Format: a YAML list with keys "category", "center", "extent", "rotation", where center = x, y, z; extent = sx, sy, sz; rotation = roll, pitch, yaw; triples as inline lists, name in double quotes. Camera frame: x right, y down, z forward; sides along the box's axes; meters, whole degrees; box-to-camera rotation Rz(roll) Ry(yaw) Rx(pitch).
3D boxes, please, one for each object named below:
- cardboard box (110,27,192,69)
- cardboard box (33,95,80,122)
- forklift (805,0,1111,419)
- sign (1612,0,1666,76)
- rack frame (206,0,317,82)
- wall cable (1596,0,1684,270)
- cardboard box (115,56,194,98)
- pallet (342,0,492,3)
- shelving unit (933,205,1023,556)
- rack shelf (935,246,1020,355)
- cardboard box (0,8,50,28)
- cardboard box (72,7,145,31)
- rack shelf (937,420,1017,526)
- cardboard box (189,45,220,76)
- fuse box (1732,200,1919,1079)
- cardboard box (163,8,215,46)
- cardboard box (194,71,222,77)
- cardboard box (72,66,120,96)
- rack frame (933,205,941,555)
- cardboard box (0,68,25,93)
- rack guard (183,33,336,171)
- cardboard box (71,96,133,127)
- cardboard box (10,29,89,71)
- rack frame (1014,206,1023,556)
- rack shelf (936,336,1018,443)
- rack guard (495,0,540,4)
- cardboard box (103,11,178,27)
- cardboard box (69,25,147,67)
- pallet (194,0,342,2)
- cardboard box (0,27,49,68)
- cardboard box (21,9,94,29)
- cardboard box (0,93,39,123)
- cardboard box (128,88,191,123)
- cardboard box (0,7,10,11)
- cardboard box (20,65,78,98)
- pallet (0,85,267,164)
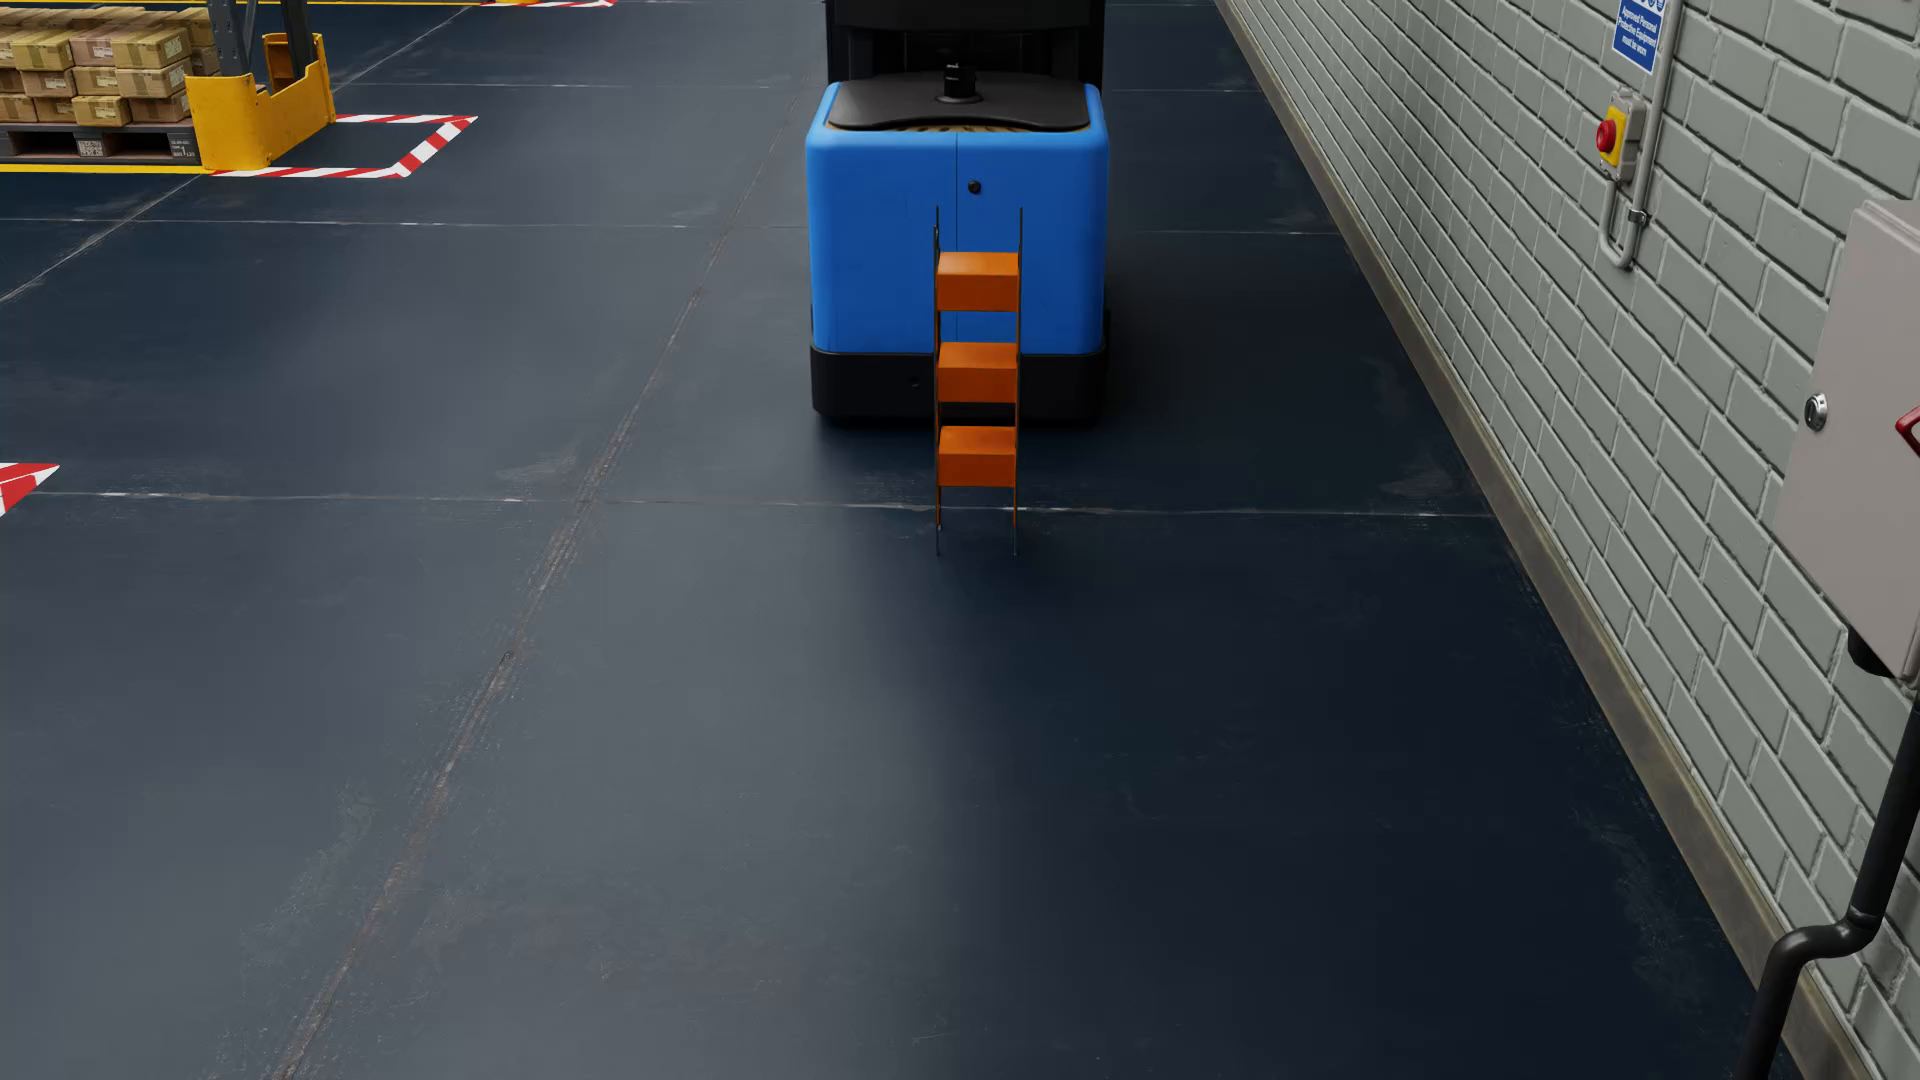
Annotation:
- category: "cardboard box"
  center: [-4.408, -2.684, 9.071]
  extent: [0.250, 0.149, 0.380]
  rotation: [1, 28, 2]
- category: "cardboard box"
  center: [-4.925, -2.444, 9.253]
  extent: [0.250, 0.149, 0.380]
  rotation: [1, 28, 2]
- category: "forklift"
  center: [0.026, -2.375, 6.601]
  extent: [1.130, 2.935, 3.031]
  rotation: [1, 28, 1]
- category: "sign"
  center: [1.755, -1.345, 4.297]
  extent: [0.001, 0.218, 0.327]
  rotation: [1, 28, 2]
- category: "rack frame"
  center: [-3.870, -3.605, 8.849]
  extent: [0.127, 3.000, 1.000]
  rotation: [1, 28, 2]
- category: "wall cable"
  center: [1.692, -1.667, 4.074]
  extent: [0.123, 1.953, 0.585]
  rotation: [1, 28, 2]
- category: "cardboard box"
  center: [-4.408, -2.538, 9.113]
  extent: [0.250, 0.149, 0.380]
  rotation: [0, 28, 0]
- category: "pallet"
  center: [-4.396, -4.670, 13.834]
  extent: [1.213, 0.211, 1.003]
  rotation: [1, 28, 2]
- category: "shelving unit"
  center: [0.053, -0.463, 5.002]
  extent: [0.252, 1.050, 0.215]
  rotation: [1, 28, 2]
- category: "rack shelf"
  center: [0.053, -0.704, 4.874]
  extent: [0.240, 0.259, 0.215]
  rotation: [1, 28, 2]
- category: "cardboard box"
  center: [-5.437, -2.949, 9.570]
  extent: [0.250, 0.149, 0.380]
  rotation: [2, 28, 4]
- category: "cardboard box"
  center: [-4.909, -2.974, 9.618]
  extent: [0.250, 0.149, 0.380]
  rotation: [1, 28, 2]
- category: "rack shelf"
  center: [0.054, -0.208, 5.138]
  extent: [0.240, 0.259, 0.215]
  rotation: [1, 28, 2]
- category: "cardboard box"
  center: [-4.385, -2.792, 9.591]
  extent: [0.250, 0.149, 0.380]
  rotation: [2, 28, 4]
- category: "fuse box"
  center: [1.472, 0.346, 2.771]
  extent: [0.414, 1.711, 0.539]
  rotation: [1, 28, 2]
- category: "cardboard box"
  center: [-4.382, -2.962, 9.595]
  extent: [0.250, 0.149, 0.380]
  rotation: [0, 28, -1]
- category: "cardboard box"
  center: [-4.383, -2.690, 9.717]
  extent: [0.250, 0.149, 0.380]
  rotation: [2, 28, 3]
- category: "cardboard box"
  center: [-4.667, -2.567, 9.169]
  extent: [0.250, 0.149, 0.380]
  rotation: [0, 28, 1]
- category: "rack frame"
  center: [-0.068, -0.465, 5.006]
  extent: [0.008, 1.050, 0.200]
  rotation: [1, 28, 2]
- category: "cardboard box"
  center: [-5.192, -2.598, 9.227]
  extent: [0.250, 0.149, 0.380]
  rotation: [1, 28, 1]
- category: "rack guard"
  center: [-3.946, -2.502, 9.437]
  extent: [0.348, 0.500, 1.175]
  rotation: [1, 28, 2]
- category: "cardboard box"
  center: [-4.664, -2.399, 9.169]
  extent: [0.250, 0.149, 0.380]
  rotation: [2, 28, 3]
- category: "cardboard box"
  center: [-4.921, -2.660, 9.026]
  extent: [0.250, 0.149, 0.380]
  rotation: [0, 28, 1]
- category: "rack frame"
  center: [0.175, -0.461, 4.999]
  extent: [0.008, 1.050, 0.200]
  rotation: [1, 28, 2]
- category: "rack shelf"
  center: [0.053, -0.454, 5.007]
  extent: [0.240, 0.259, 0.215]
  rotation: [1, 28, 2]
- category: "rack guard"
  center: [-3.570, -4.821, 13.810]
  extent: [0.348, 0.500, 1.175]
  rotation: [1, 28, 2]
- category: "cardboard box"
  center: [-4.662, -2.910, 9.497]
  extent: [0.250, 0.149, 0.380]
  rotation: [1, 28, 3]
- category: "cardboard box"
  center: [-4.658, -2.715, 9.130]
  extent: [0.250, 0.149, 0.380]
  rotation: [1, 28, 3]
- category: "pallet"
  center: [-5.612, -4.691, 13.875]
  extent: [1.213, 0.211, 1.003]
  rotation: [1, 28, 2]
- category: "cardboard box"
  center: [-5.177, -2.694, 9.090]
  extent: [0.250, 0.149, 0.380]
  rotation: [0, 28, 0]
- category: "cardboard box"
  center: [-5.160, -2.940, 9.553]
  extent: [0.250, 0.149, 0.380]
  rotation: [0, 28, -1]
- category: "cardboard box"
  center: [-5.173, -2.442, 9.249]
  extent: [0.250, 0.149, 0.380]
  rotation: [1, 28, 2]
- category: "cardboard box"
  center: [-4.404, -2.442, 9.250]
  extent: [0.250, 0.149, 0.380]
  rotation: [1, 28, 3]
- category: "cardboard box"
  center: [-5.698, -2.974, 9.619]
  extent: [0.250, 0.149, 0.380]
  rotation: [1, 28, 3]
- category: "cardboard box"
  center: [-4.927, -2.546, 9.127]
  extent: [0.250, 0.149, 0.380]
  rotation: [0, 28, 0]
- category: "pallet"
  center: [-4.757, -2.405, 9.561]
  extent: [1.213, 0.211, 1.003]
  rotation: [1, 28, 2]
